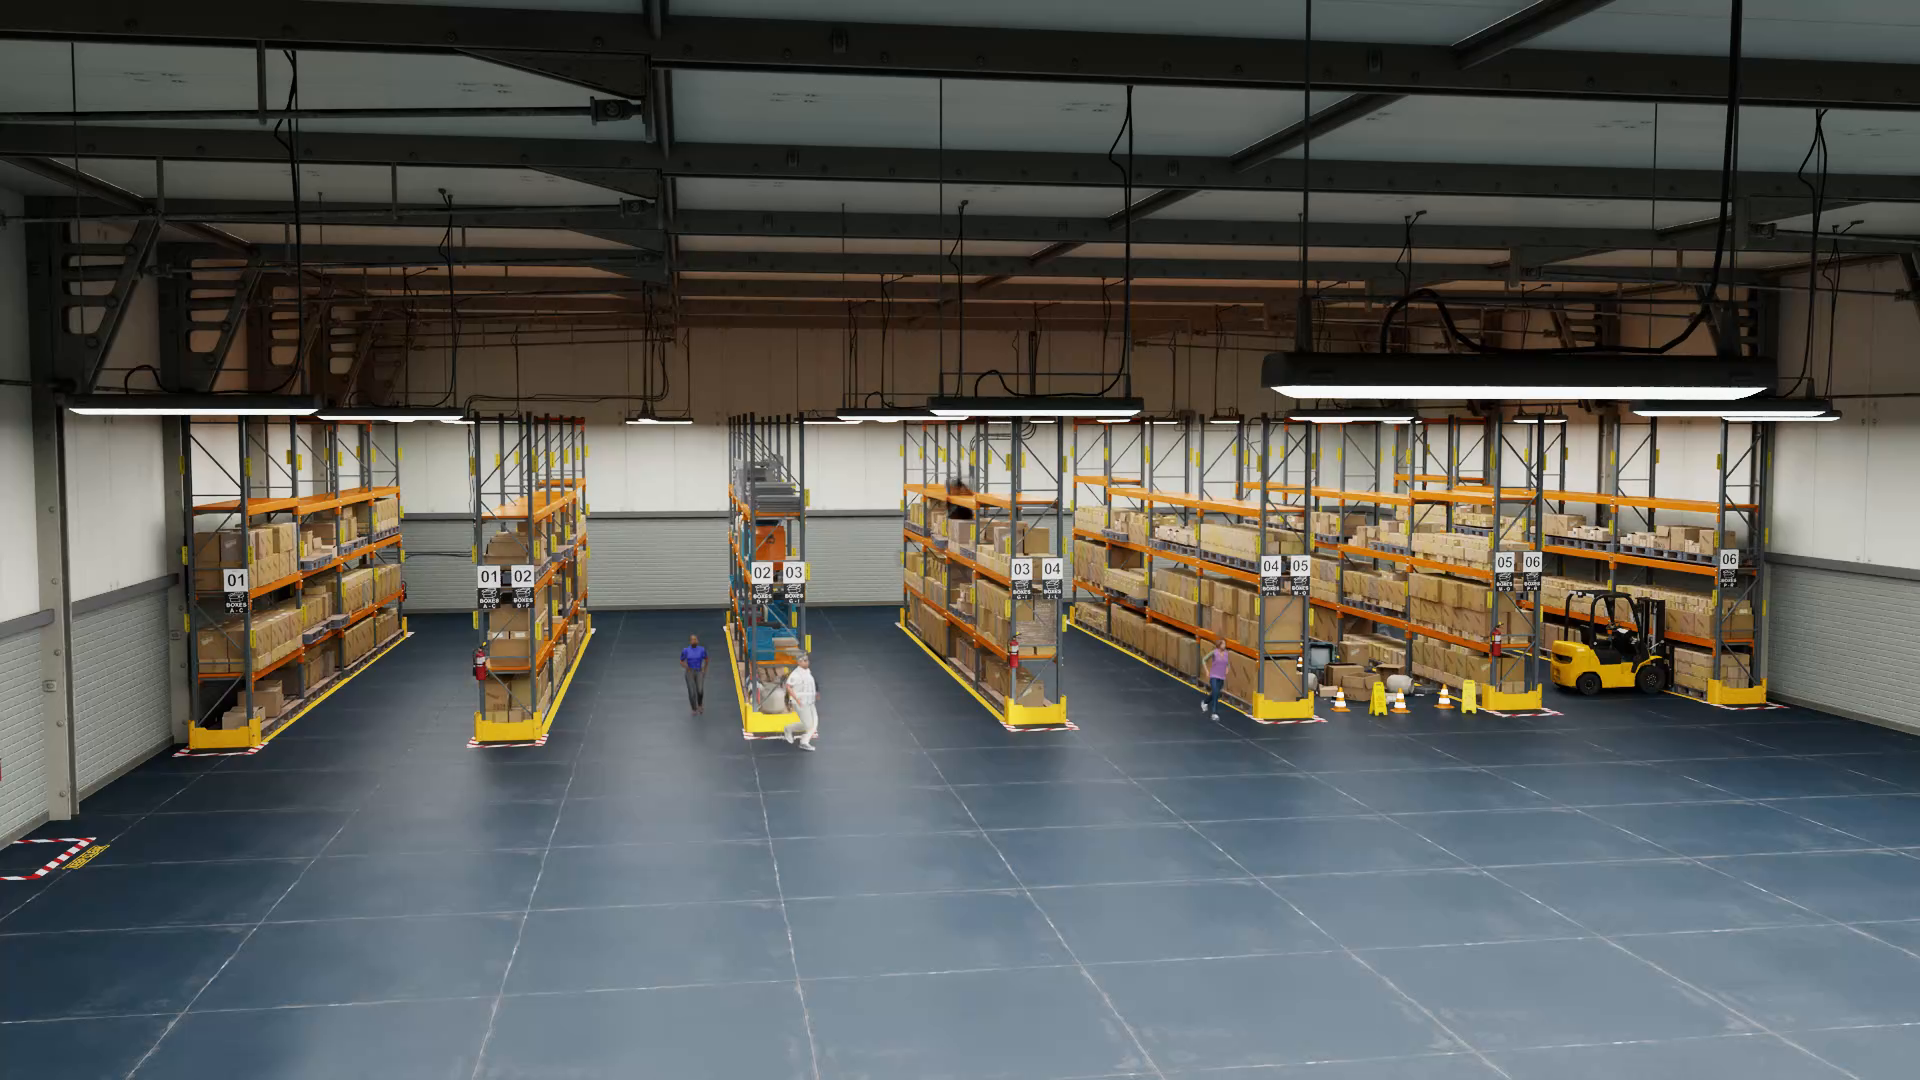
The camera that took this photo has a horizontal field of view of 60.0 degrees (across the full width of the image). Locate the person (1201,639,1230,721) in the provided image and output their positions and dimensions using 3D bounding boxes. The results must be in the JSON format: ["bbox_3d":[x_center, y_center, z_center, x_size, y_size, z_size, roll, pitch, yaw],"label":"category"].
[{"bbox_3d":[5.050,2.726,32.780,0.576,1.583,0.777,-2,4,-23],"label":"person"}]

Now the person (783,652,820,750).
[{"bbox_3d":[-2.809,2.857,29.547,0.605,1.744,0.675,2,4,25],"label":"person"}]

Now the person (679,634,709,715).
[{"bbox_3d":[-5.253,2.672,32.880,0.576,1.617,0.573,-1,4,-10],"label":"person"}]
